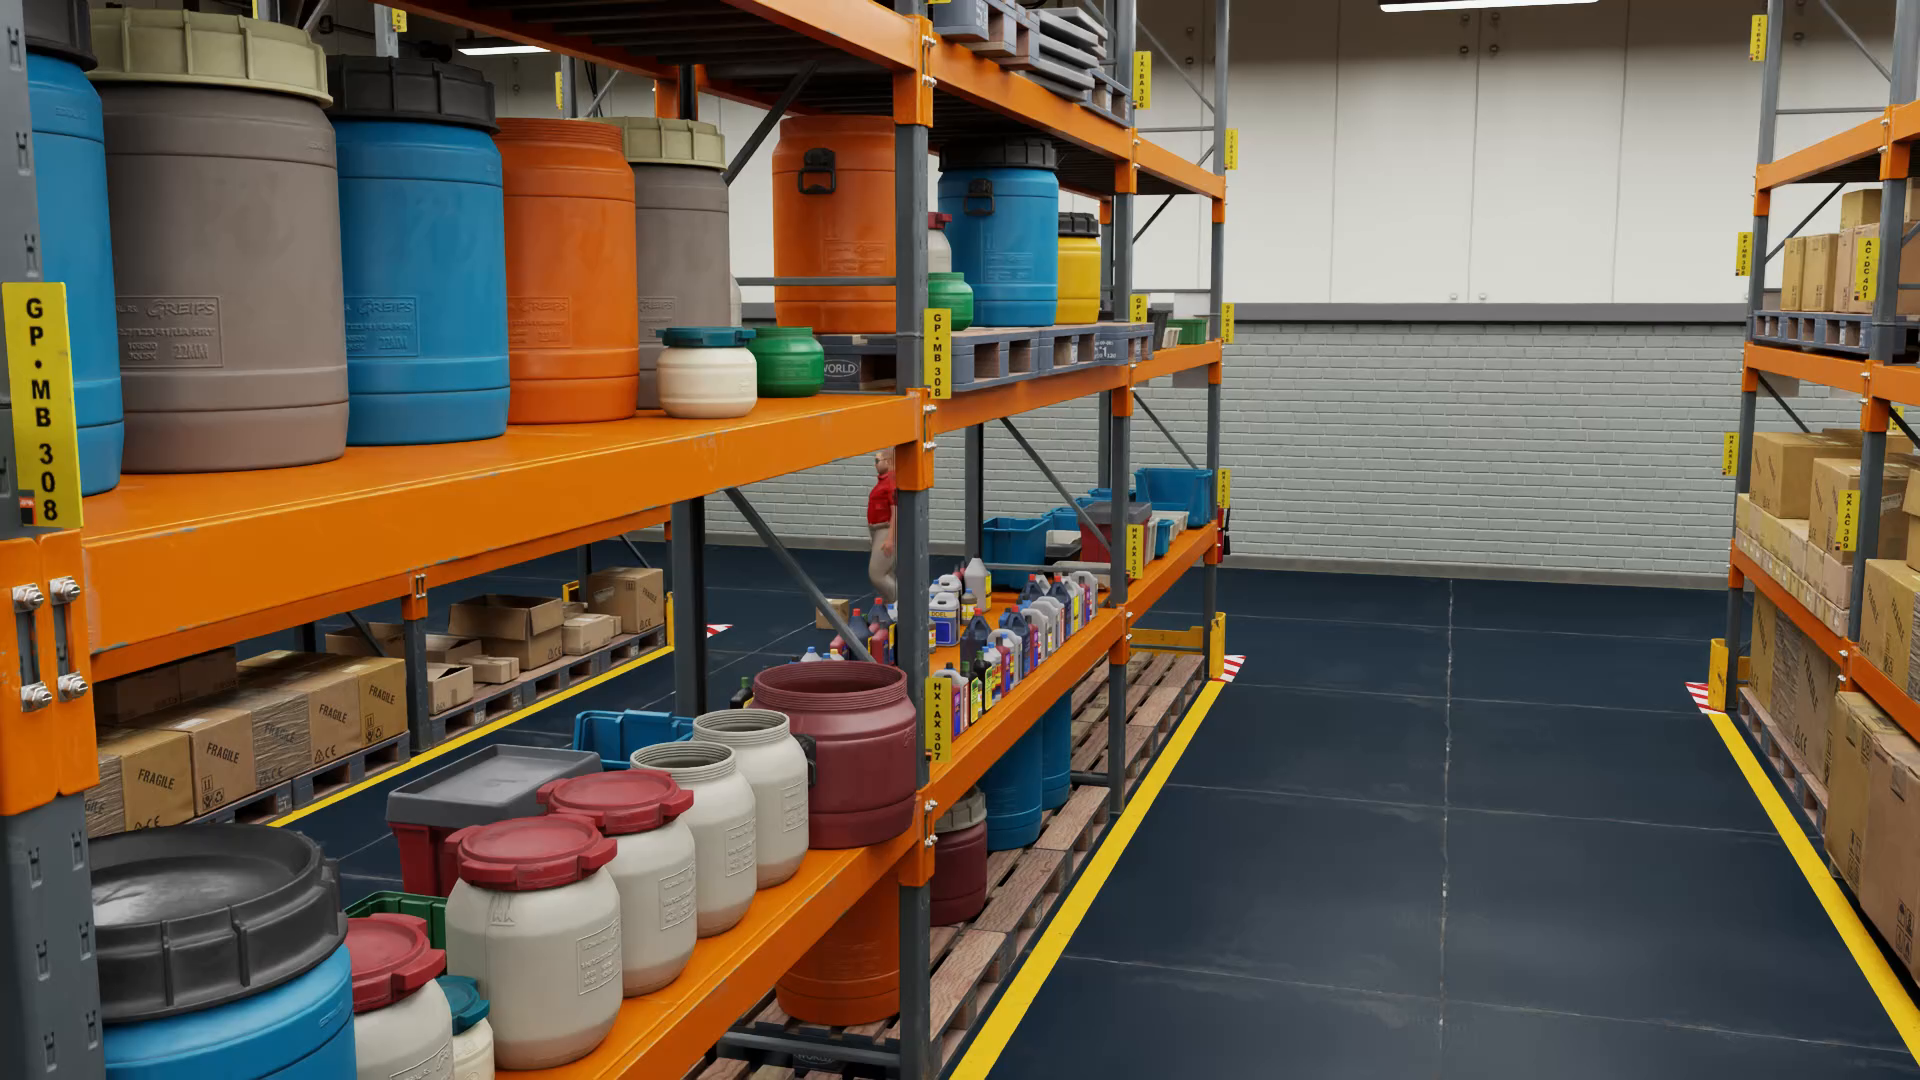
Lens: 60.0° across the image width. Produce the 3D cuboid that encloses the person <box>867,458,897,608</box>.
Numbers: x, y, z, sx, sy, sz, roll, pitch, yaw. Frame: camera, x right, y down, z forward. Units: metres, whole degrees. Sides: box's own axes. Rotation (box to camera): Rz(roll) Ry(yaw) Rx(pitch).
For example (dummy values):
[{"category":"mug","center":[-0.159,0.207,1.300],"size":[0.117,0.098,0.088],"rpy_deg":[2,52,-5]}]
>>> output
[{"category":"person","center":[-0.700,-0.004,15.903],"size":[0.395,1.569,0.436],"rpy_deg":[-2,8,-11]}]
